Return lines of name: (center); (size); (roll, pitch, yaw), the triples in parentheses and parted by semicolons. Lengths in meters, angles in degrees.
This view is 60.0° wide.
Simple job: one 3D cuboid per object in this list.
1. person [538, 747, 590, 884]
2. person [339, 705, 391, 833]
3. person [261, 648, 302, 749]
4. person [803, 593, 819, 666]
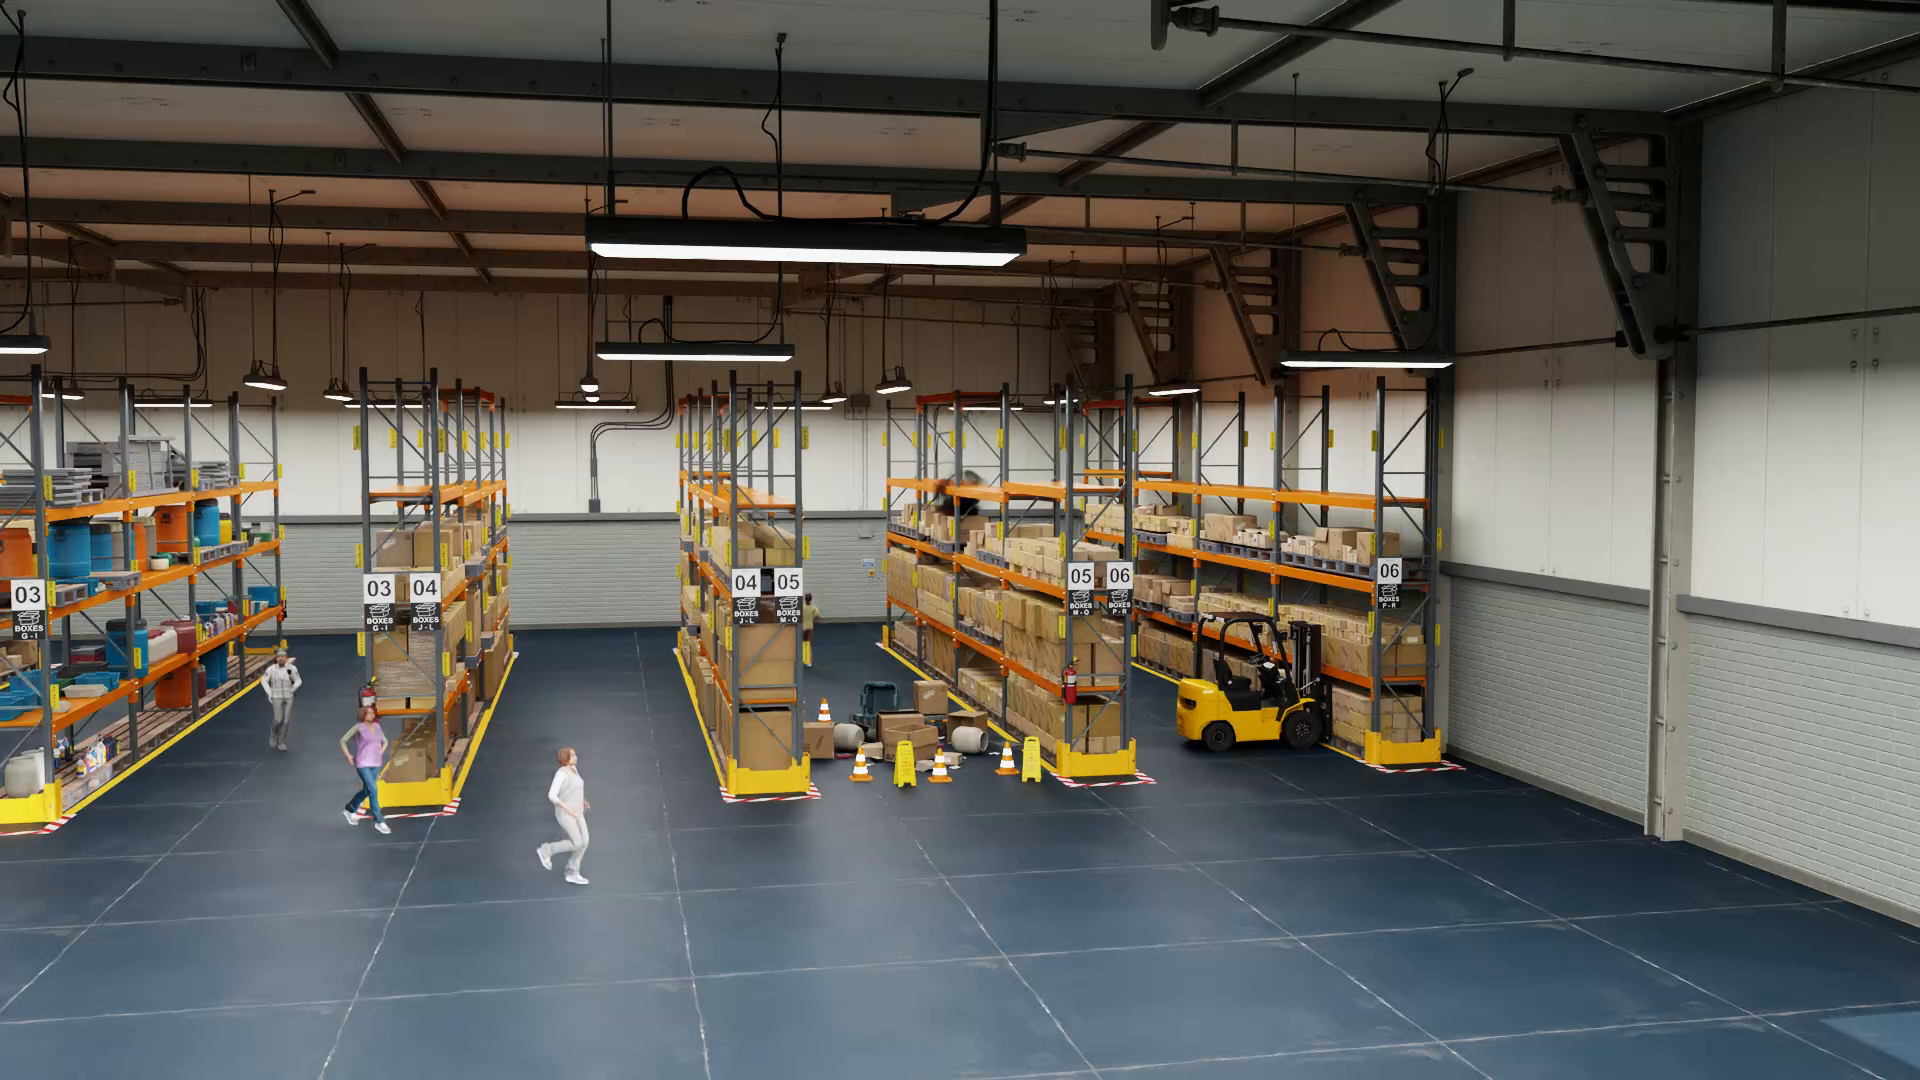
person: (-4.484, 3.120, 18.843); (0.577, 1.551, 0.536); (1, 3, 12)
person: (-7.592, 2.919, 21.362); (0.844, 1.595, 0.591); (2, 4, 26)
person: (-10.944, 2.567, 26.895); (0.597, 1.665, 0.557); (-2, 4, -29)
person: (-3.422, 1.980, 36.950); (0.587, 1.627, 0.599); (-1, 4, -20)
